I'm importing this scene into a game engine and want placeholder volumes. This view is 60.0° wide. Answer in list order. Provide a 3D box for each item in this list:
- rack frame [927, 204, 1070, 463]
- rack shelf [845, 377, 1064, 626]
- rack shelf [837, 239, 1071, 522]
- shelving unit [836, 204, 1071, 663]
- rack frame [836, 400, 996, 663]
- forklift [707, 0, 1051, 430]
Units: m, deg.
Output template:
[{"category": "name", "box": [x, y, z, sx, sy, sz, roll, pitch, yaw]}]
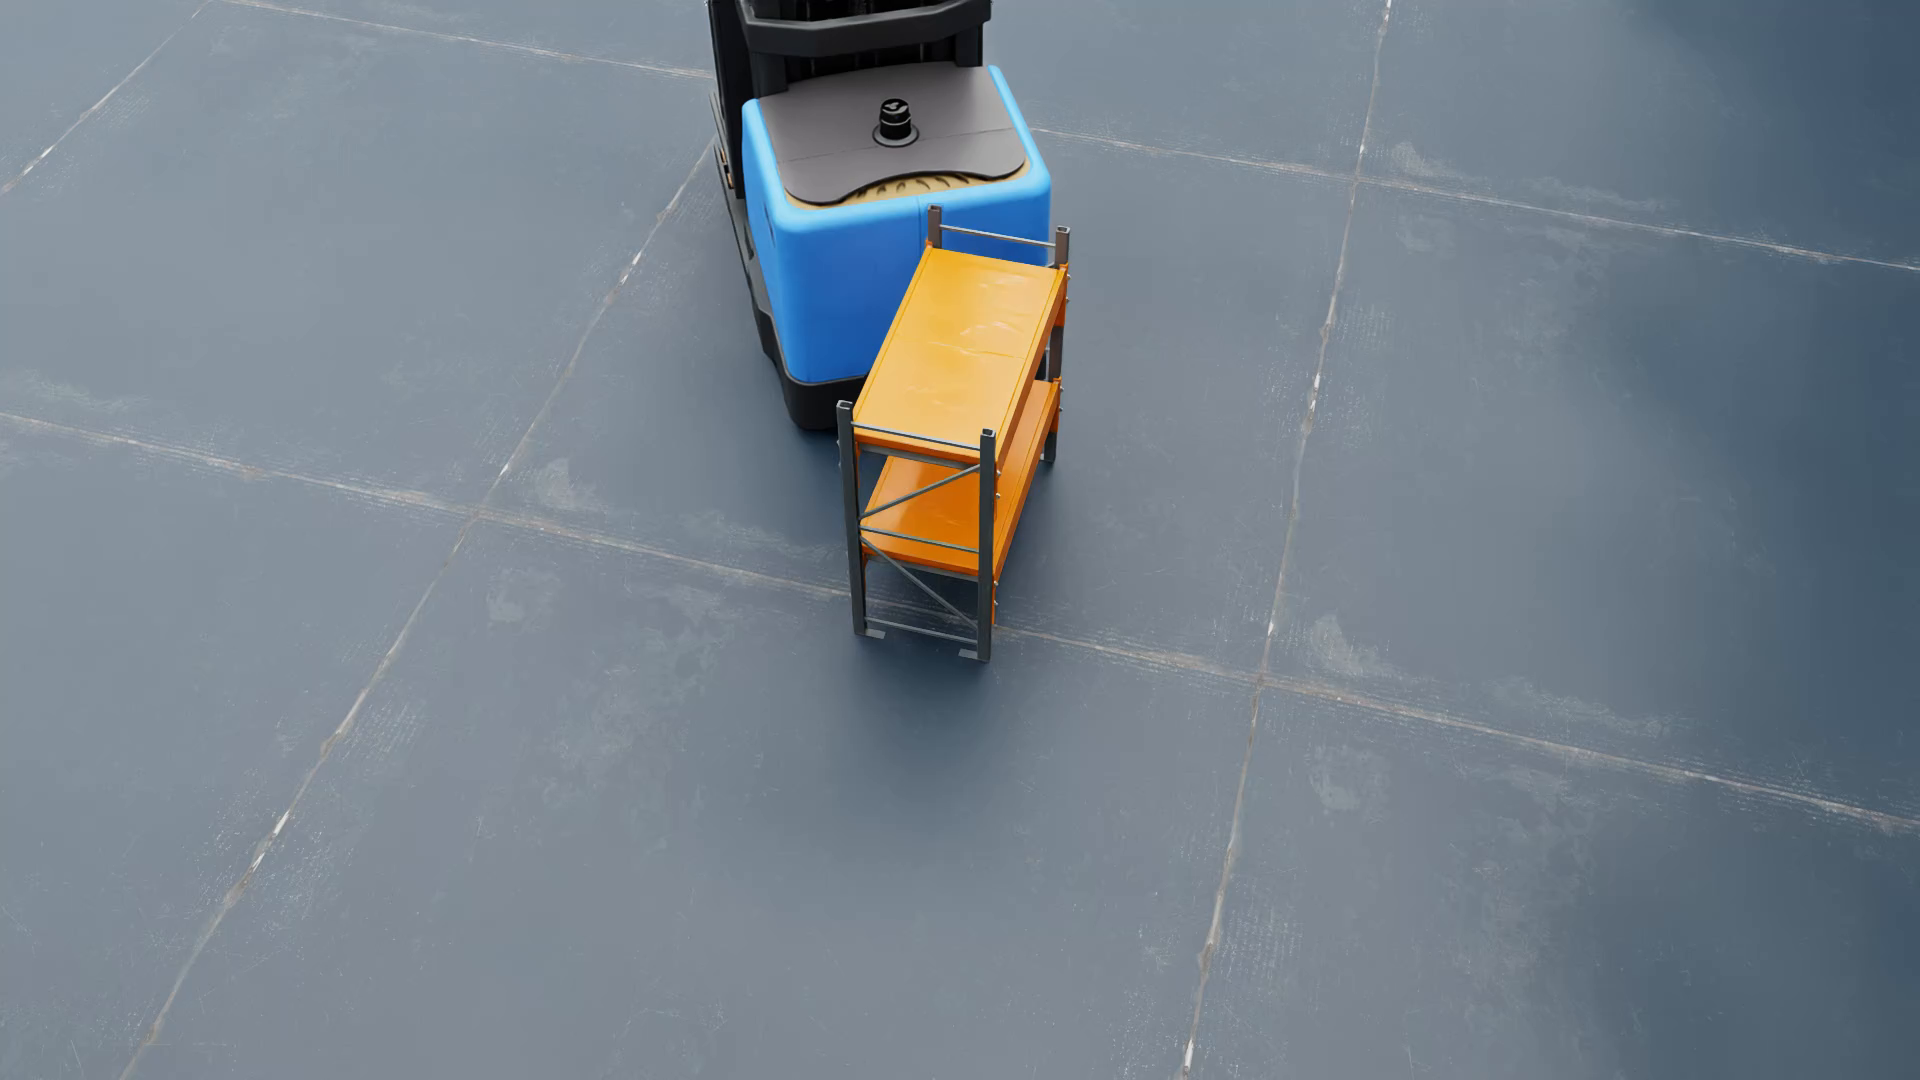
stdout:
[{"category": "rack frame", "box": [0.132, -0.735, 6.148, 0.500, 1.125, 0.032, 12, 50, 10]}, {"category": "rack shelf", "box": [-0.002, -0.206, 6.007, 0.538, 0.278, 1.000, 12, 50, 10]}, {"category": "rack shelf", "box": [-0.002, -0.561, 5.605, 0.538, 0.278, 1.000, 12, 50, 10]}, {"category": "shelving unit", "box": [-0.002, -0.367, 5.824, 0.538, 1.125, 1.048, 12, 50, 10]}, {"category": "rack frame", "box": [-0.136, 0.000, 5.499, 0.500, 1.125, 0.032, 12, 50, 10]}, {"category": "forklift", "box": [-0.505, -2.535, 6.532, 1.130, 2.935, 3.031, -11, 49, -9]}]
